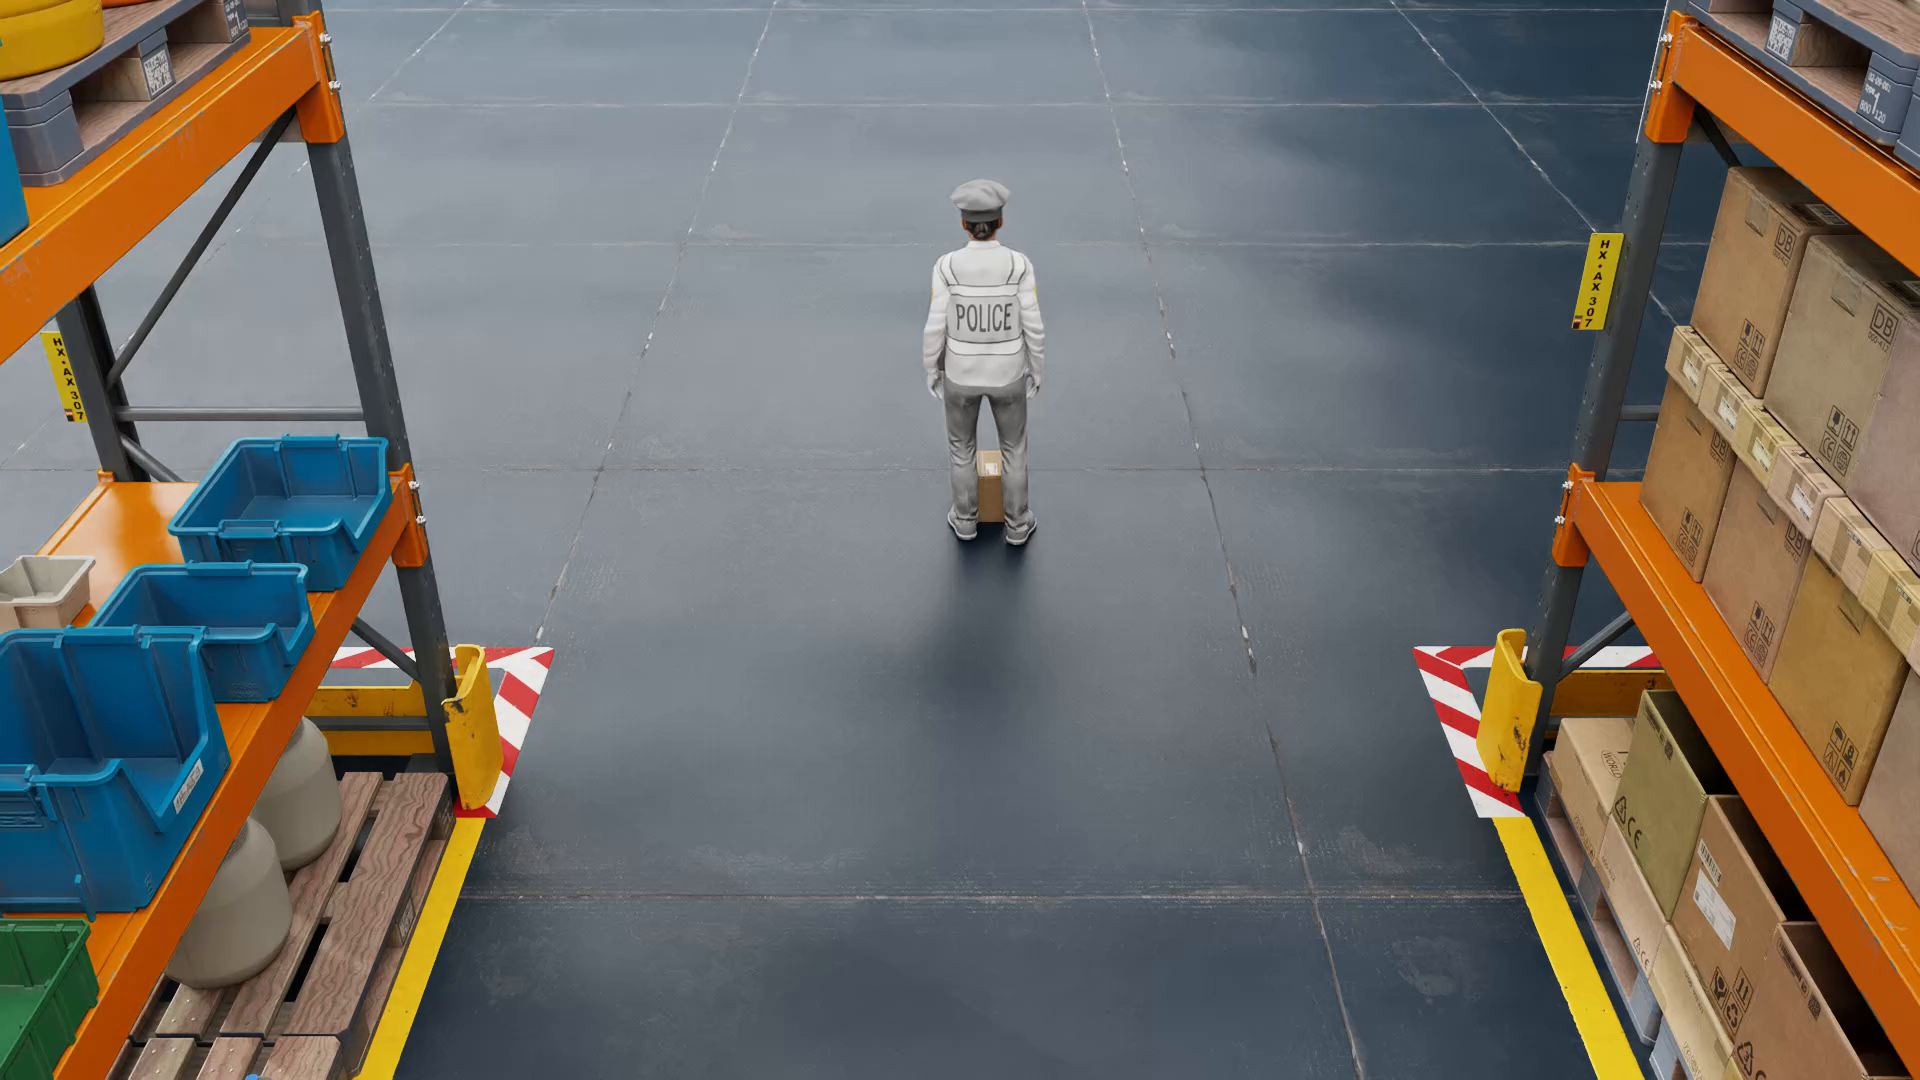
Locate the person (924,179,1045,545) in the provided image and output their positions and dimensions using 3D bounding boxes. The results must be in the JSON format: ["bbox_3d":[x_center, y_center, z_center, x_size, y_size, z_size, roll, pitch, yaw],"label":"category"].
[{"bbox_3d":[0.106,-0.738,7.325,0.530,1.664,0.403,0,32,0],"label":"person"}]
